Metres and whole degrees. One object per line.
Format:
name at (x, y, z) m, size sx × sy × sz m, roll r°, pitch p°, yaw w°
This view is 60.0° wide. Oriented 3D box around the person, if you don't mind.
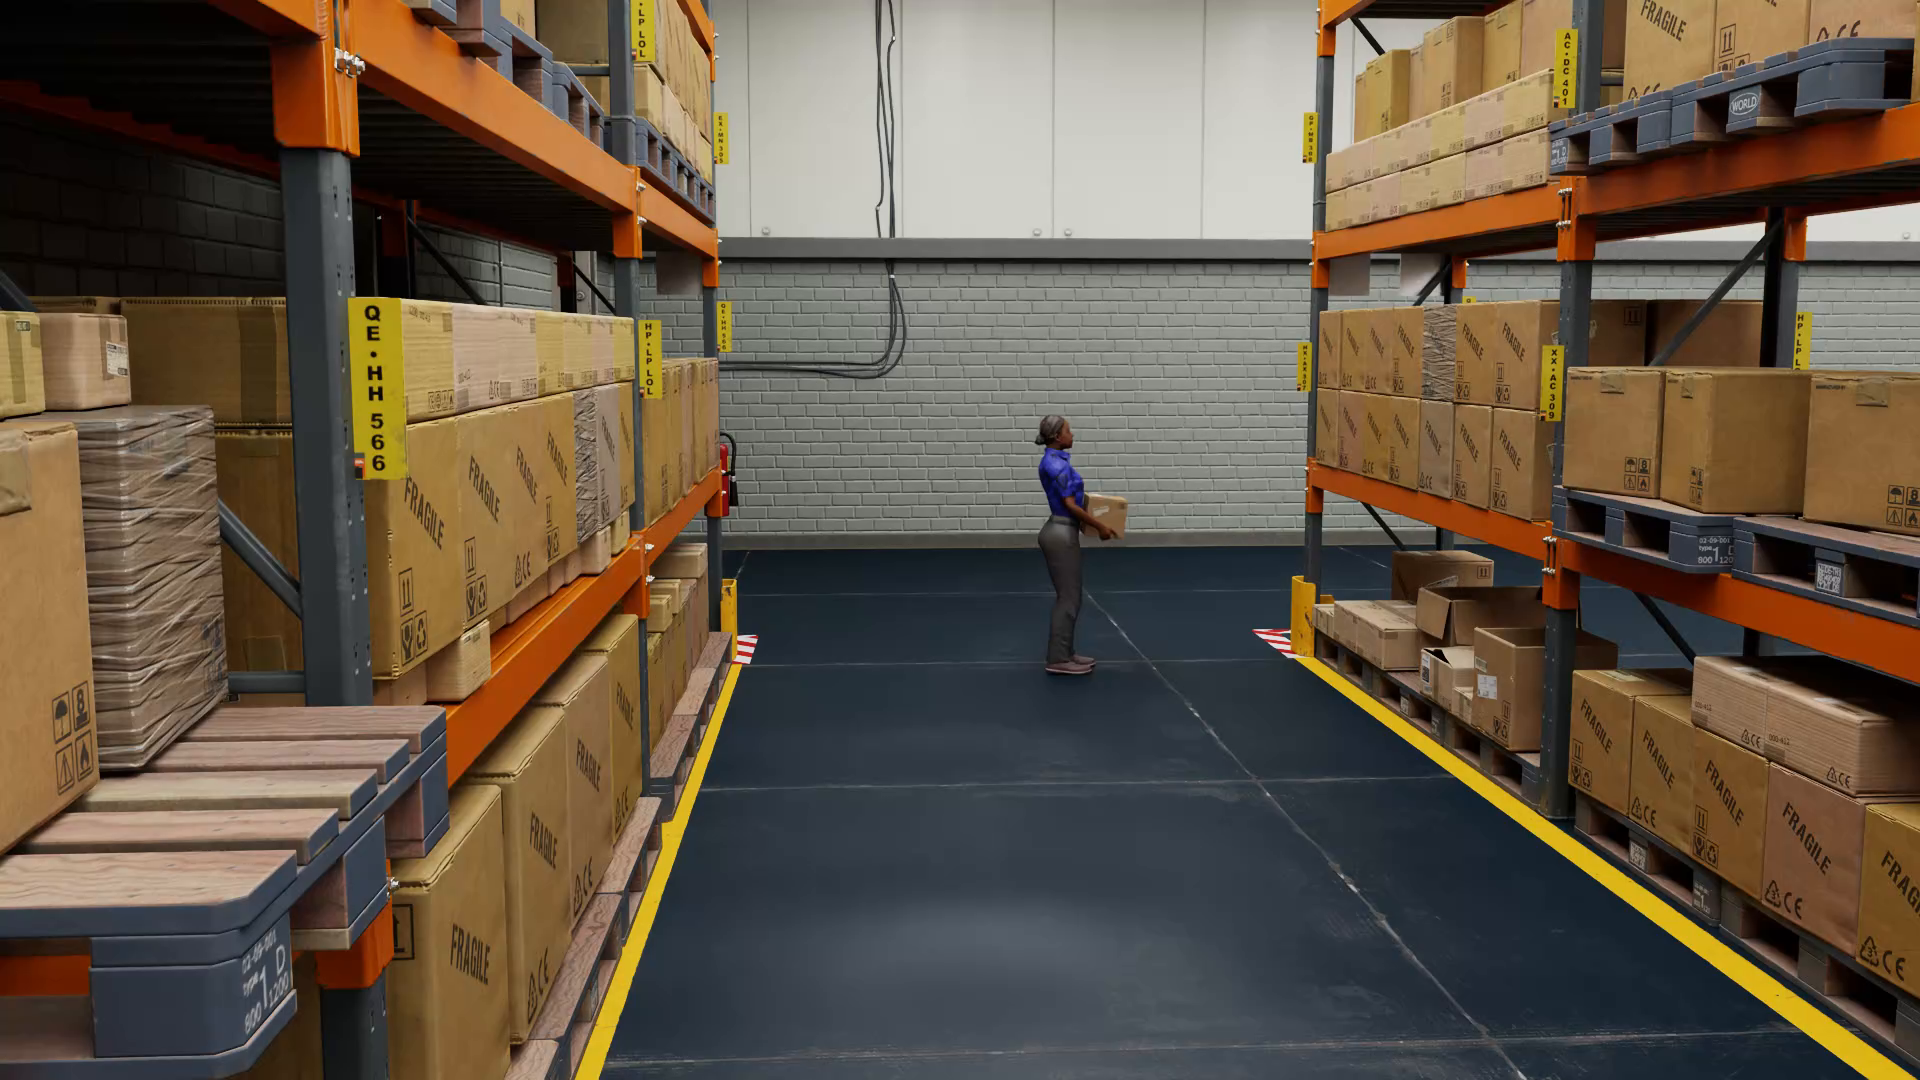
person at (0.733, 0.022, 10.635) m, size 0.517 × 1.647 × 0.450 m, roll 0°, pitch 7°, yaw -3°
